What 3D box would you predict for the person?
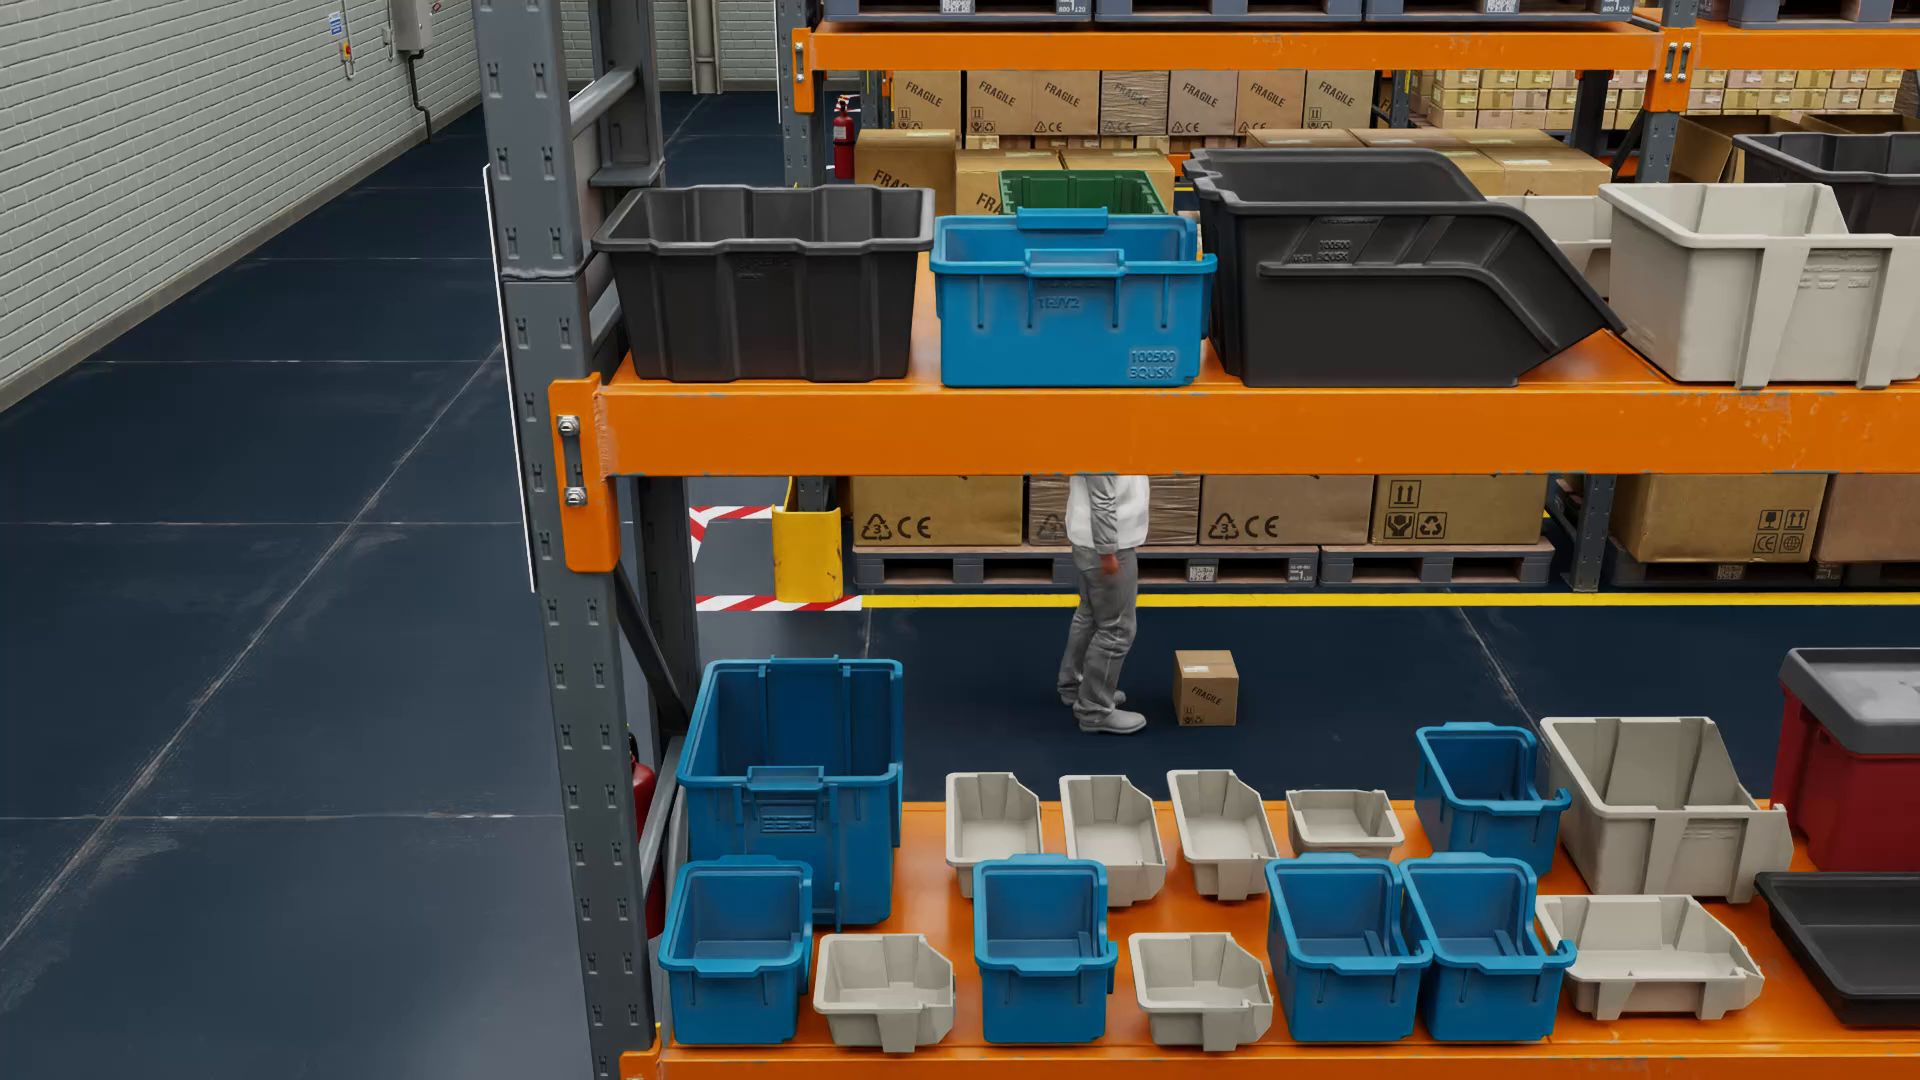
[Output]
[{"bbox_3d":[0.632,-0.026,7.146,0.390,1.777,0.531,0,24,1],"label":"person"}]
